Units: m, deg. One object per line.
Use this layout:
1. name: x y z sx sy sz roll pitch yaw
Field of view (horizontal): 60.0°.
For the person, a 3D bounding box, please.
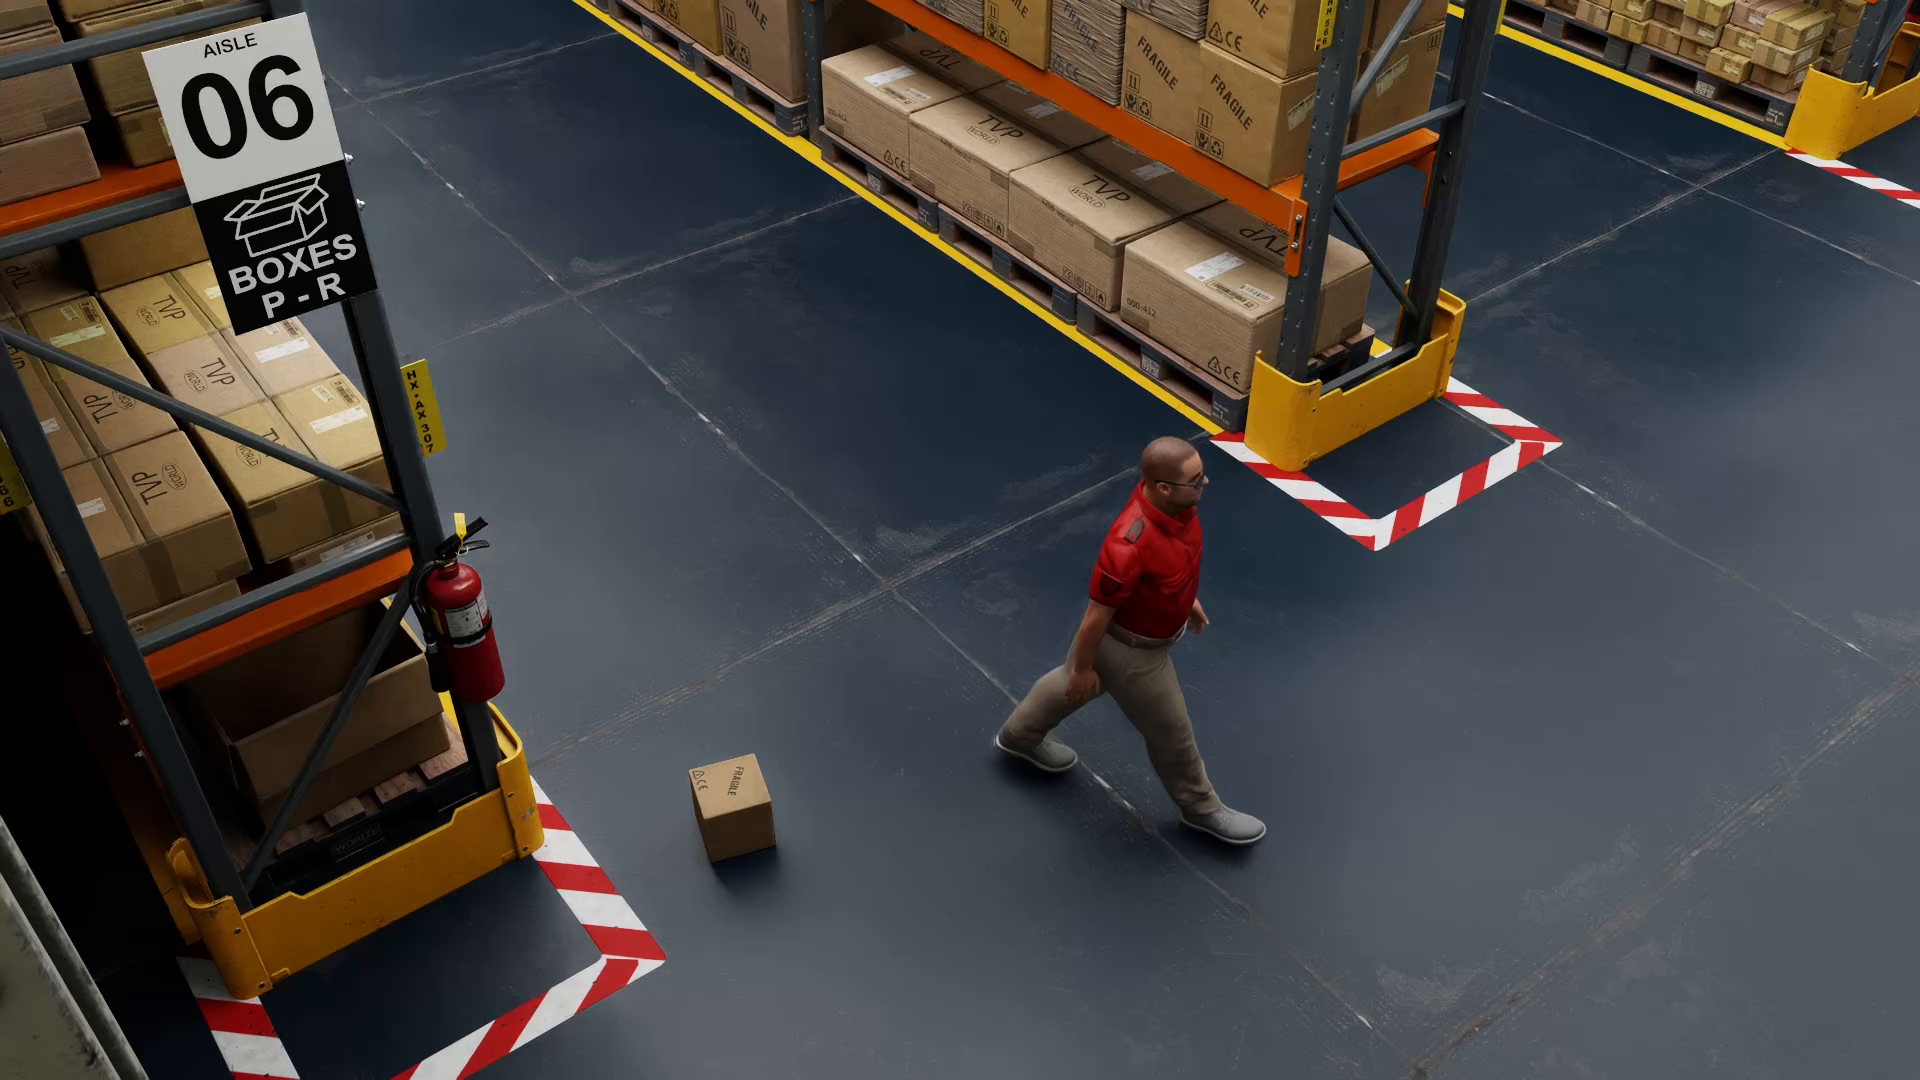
1. person: 0.649 0.309 5.811 1.063 1.661 0.569 10 41 12
